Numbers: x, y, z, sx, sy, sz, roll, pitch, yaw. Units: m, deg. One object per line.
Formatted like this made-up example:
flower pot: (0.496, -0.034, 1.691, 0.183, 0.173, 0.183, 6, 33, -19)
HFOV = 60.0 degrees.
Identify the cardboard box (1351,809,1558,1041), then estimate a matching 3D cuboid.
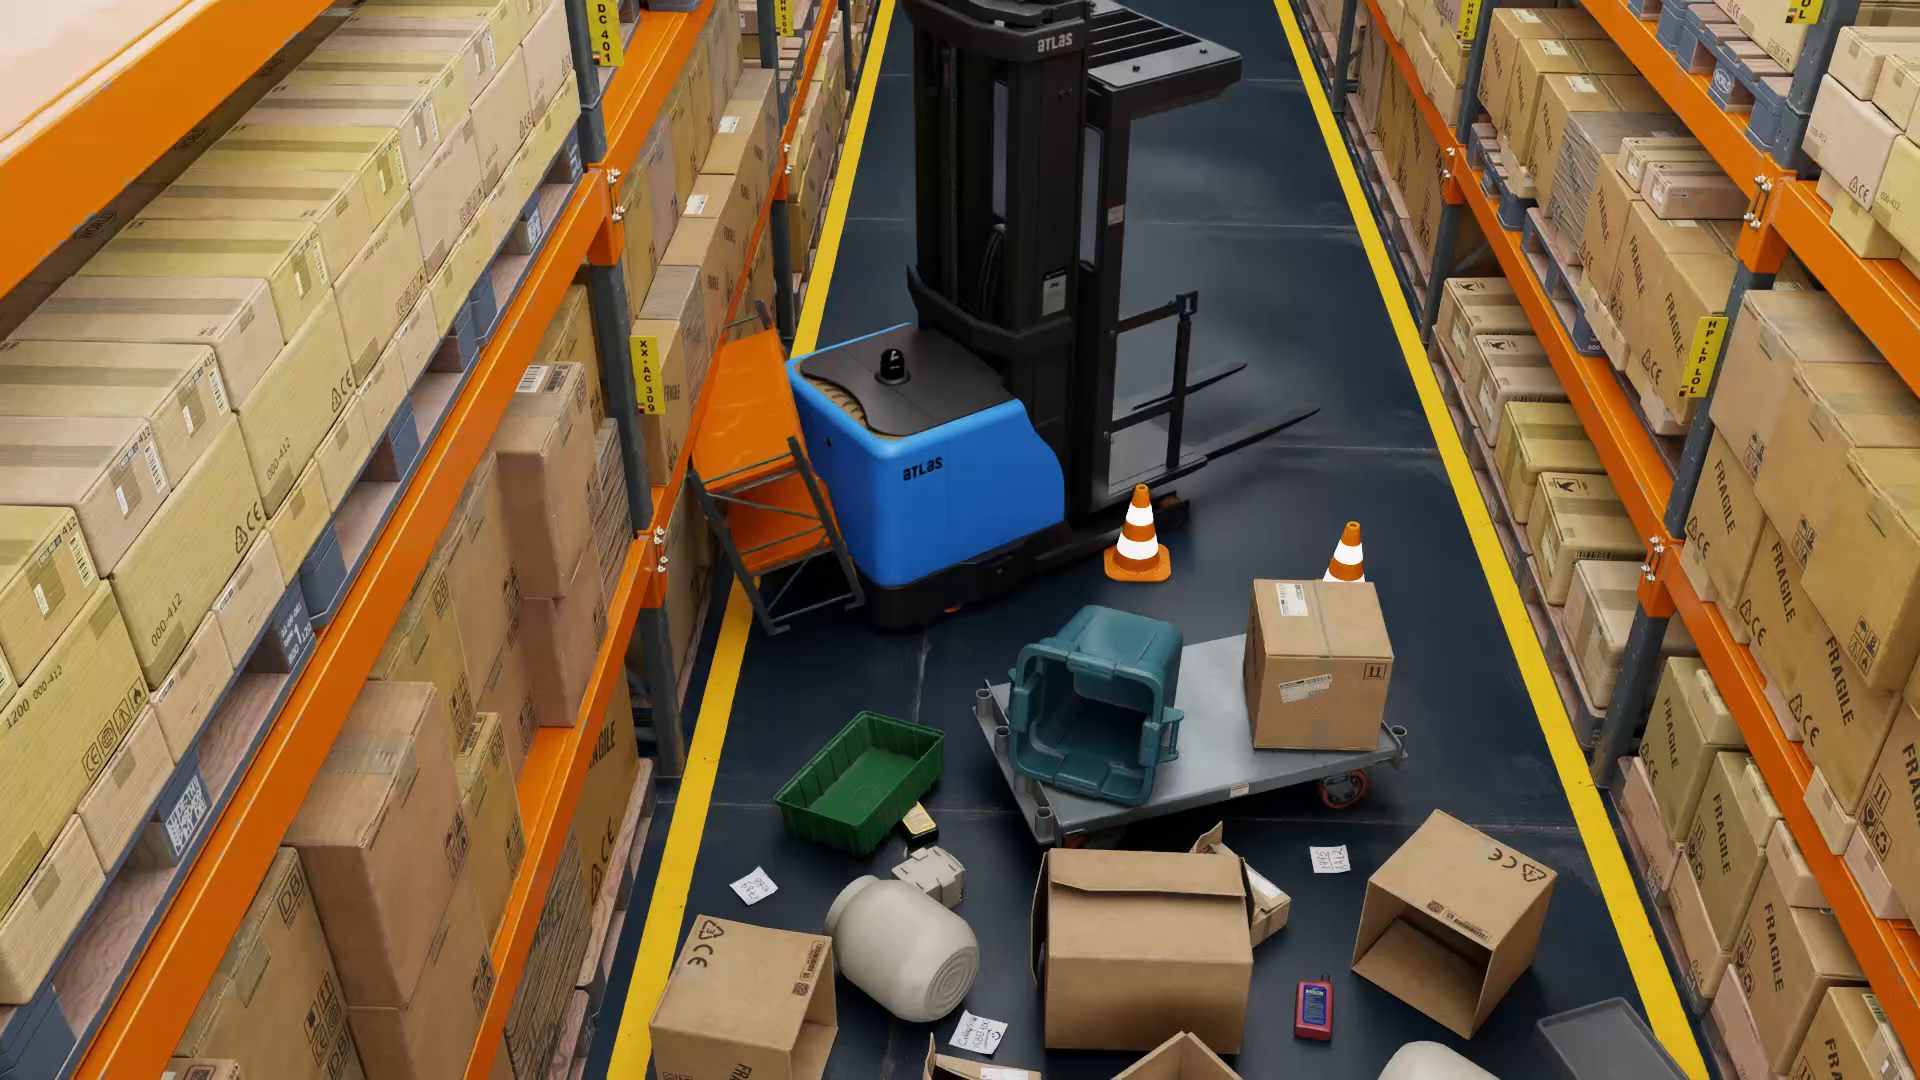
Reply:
cardboard box: (1.841, 1.431, 6.223, 0.500, 0.500, 0.500, 28, 44, 33)

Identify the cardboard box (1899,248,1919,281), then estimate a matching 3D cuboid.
cardboard box: (3.020, -0.832, 4.881, 0.380, 0.149, 0.250, 1, 35, 2)

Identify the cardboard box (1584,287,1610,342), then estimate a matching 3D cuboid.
cardboard box: (2.998, -0.993, 7.353, 0.380, 0.149, 0.250, 2, 35, 2)

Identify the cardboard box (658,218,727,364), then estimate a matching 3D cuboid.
cardboard box: (-1.374, -1.146, 7.630, 0.500, 0.500, 0.500, 1, 35, 2)

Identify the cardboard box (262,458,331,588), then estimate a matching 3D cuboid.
cardboard box: (-1.493, -0.040, 3.302, 0.380, 0.149, 0.250, 1, 35, 2)

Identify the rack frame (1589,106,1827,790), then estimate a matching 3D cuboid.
rack frame: (3.244, -0.175, 6.336, 1.000, 3.000, 0.127, 1, 35, 2)

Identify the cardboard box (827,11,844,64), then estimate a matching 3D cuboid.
cardboard box: (-1.162, -3.850, 12.722, 0.500, 0.250, 0.500, 0, 35, 1)

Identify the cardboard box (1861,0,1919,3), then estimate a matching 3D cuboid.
cardboard box: (3.140, -2.053, 5.731, 0.500, 0.250, 0.500, 2, 35, 3)

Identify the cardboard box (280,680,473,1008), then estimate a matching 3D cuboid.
cardboard box: (-1.725, 0.714, 4.001, 0.875, 0.550, 0.550, 1, 35, 2)

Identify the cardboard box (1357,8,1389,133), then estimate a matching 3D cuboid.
cardboard box: (3.620, -3.716, 12.857, 0.875, 0.875, 0.875, 2, 35, 3)

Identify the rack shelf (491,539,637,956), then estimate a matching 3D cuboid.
rack shelf: (-1.787, 1.103, 4.912, 0.919, 0.052, 3.809, 1, 35, 2)

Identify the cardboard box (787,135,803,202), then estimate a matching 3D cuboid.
cardboard box: (-1.276, -2.376, 10.625, 0.500, 0.250, 0.500, 0, 35, 0)

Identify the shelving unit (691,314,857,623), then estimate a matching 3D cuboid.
shelving unit: (-0.930, -0.343, 7.956, 0.538, 0.981, 1.030, -19, 46, 1)

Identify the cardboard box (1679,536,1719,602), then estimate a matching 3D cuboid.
cardboard box: (2.911, 0.101, 6.162, 0.380, 0.149, 0.250, 1, 35, 2)

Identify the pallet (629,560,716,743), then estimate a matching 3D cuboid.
pallet: (-1.751, 0.464, 7.852, 1.003, 0.211, 1.213, 1, 35, 2)

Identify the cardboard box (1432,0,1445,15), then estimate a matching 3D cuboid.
cardboard box: (3.176, -3.521, 10.141, 0.500, 0.500, 0.500, 2, 35, 3)

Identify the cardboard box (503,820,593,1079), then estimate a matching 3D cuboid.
cardboard box: (-1.834, 1.344, 5.658, 0.875, 0.875, 0.875, 2, 35, 2)

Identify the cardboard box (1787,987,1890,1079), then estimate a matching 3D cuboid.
cardboard box: (2.900, 1.713, 5.023, 0.500, 0.500, 0.500, 1, 35, 1)

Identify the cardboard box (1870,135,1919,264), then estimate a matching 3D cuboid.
cardboard box: (2.941, -0.920, 4.659, 0.500, 0.250, 0.500, 1, 35, 1)

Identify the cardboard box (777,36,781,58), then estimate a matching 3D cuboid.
cardboard box: (-1.315, -3.005, 10.216, 0.380, 0.149, 0.250, 3, 35, 4)

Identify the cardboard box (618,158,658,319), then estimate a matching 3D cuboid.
cardboard box: (-1.673, -1.263, 6.927, 0.700, 0.500, 0.500, 1, 35, 1)

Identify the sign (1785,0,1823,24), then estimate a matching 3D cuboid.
sign: (2.689, -1.786, 5.227, 0.100, 0.325, 0.005, 1, 35, 2)

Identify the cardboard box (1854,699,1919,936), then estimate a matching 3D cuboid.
cardboard box: (2.917, 0.776, 4.637, 0.500, 0.500, 0.500, 2, 35, 2)

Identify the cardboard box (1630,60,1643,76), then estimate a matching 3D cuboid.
cardboard box: (3.654, -2.243, 8.568, 0.500, 0.500, 0.500, 1, 35, 1)

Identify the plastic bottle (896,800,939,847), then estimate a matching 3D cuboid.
plastic bottle: (-0.209, 1.164, 6.986, 0.133, 0.061, 0.283, -17, 38, -22)

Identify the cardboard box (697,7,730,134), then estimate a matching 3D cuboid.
cardboard box: (-1.592, -2.431, 8.590, 0.700, 0.500, 0.500, 1, 35, 1)

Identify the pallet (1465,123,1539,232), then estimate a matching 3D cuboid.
pallet: (3.482, -1.983, 9.075, 1.213, 0.211, 1.003, 1, 35, 2)

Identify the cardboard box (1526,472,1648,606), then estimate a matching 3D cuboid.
cardboard box: (3.644, -2.724, 10.260, 0.950, 2.239, 7.527, 3, 35, 5)

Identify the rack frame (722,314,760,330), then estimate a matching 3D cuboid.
rack frame: (-1.043, -0.690, 8.310, 0.475, 0.981, 0.013, -19, 46, 1)

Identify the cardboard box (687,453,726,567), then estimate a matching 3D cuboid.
cardboard box: (-1.729, -0.396, 8.242, 1.050, 0.750, 0.750, 1, 35, 2)

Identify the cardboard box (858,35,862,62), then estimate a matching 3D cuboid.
cardboard box: (-1.039, -4.188, 14.160, 0.380, 0.149, 0.250, 2, 35, 3)

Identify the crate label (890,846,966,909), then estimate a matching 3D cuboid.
crate label: (-0.132, 1.361, 6.640, 0.298, 0.136, 0.250, -24, 42, -30)

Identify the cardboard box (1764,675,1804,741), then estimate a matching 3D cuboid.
cardboard box: (2.927, 0.542, 5.534, 0.380, 0.149, 0.250, 2, 35, 3)

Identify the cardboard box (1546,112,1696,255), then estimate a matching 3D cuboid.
cardboard box: (3.099, -1.663, 7.742, 0.500, 0.500, 0.500, 0, 35, 0)

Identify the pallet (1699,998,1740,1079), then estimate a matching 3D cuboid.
pallet: (3.206, 2.055, 5.588, 1.003, 0.211, 1.213, 1, 35, 2)

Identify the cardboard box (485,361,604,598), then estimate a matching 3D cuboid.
cardboard box: (-1.661, -0.205, 5.309, 0.875, 0.550, 0.550, 1, 35, 2)

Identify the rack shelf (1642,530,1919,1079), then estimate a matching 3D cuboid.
rack shelf: (3.164, 1.268, 4.908, 1.077, 0.370, 4.000, 1, 35, 2)

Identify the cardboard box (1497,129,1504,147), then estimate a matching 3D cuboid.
cardboard box: (3.161, -2.198, 9.068, 0.380, 0.149, 0.250, -1, 35, -1)

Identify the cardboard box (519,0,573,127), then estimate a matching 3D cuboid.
cardboard box: (-1.469, -1.443, 4.951, 0.500, 0.250, 0.500, 1, 35, 1)

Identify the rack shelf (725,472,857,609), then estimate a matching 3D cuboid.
rack shelf: (-0.874, -0.182, 8.131, 0.538, 0.278, 1.000, -19, 46, 1)

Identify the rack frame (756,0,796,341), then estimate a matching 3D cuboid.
rack frame: (-1.546, -2.530, 9.686, 1.000, 3.000, 0.127, 1, 35, 2)

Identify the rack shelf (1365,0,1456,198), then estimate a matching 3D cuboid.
rack shelf: (3.485, -3.328, 11.448, 1.077, 0.370, 4.000, 1, 35, 2)

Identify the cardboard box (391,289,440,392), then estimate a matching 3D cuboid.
cardboard box: (-1.462, -0.475, 3.921, 0.380, 0.149, 0.250, 1, 35, 2)

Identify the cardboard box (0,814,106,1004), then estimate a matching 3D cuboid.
cardboard box: (-1.533, 0.540, 2.476, 0.380, 0.149, 0.250, 2, 35, 2)

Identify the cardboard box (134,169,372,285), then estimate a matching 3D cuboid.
cardboard box: (-1.473, -0.659, 3.488, 0.380, 0.149, 0.250, 2, 35, 3)

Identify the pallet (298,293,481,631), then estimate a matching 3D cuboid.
pallet: (-1.801, -0.254, 3.916, 1.003, 0.211, 1.213, 1, 35, 2)

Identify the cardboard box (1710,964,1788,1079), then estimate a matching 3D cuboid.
cardboard box: (2.922, 1.722, 5.662, 0.500, 0.250, 0.500, 1, 35, 1)

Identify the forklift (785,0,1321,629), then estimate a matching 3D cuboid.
forklift: (0.601, -1.396, 8.209, 3.031, 2.843, 1.129, -22, 40, -28)

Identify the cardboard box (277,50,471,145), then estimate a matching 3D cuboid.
cardboard box: (-1.442, -1.095, 4.110, 0.380, 0.149, 0.250, 1, 35, 2)

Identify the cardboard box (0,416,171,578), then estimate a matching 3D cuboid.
cardboard box: (-1.514, -0.072, 2.654, 0.380, 0.149, 0.250, 1, 35, 1)

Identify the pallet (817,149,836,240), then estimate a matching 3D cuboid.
pallet: (-1.461, -2.537, 12.122, 1.003, 0.211, 1.213, 1, 35, 2)

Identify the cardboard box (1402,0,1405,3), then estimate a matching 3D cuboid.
cardboard box: (3.208, -3.788, 11.173, 0.500, 0.250, 0.500, 0, 35, 0)

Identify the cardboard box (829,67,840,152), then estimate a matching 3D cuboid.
cardboard box: (-1.184, -3.251, 12.522, 0.500, 0.500, 0.500, 1, 35, 1)
